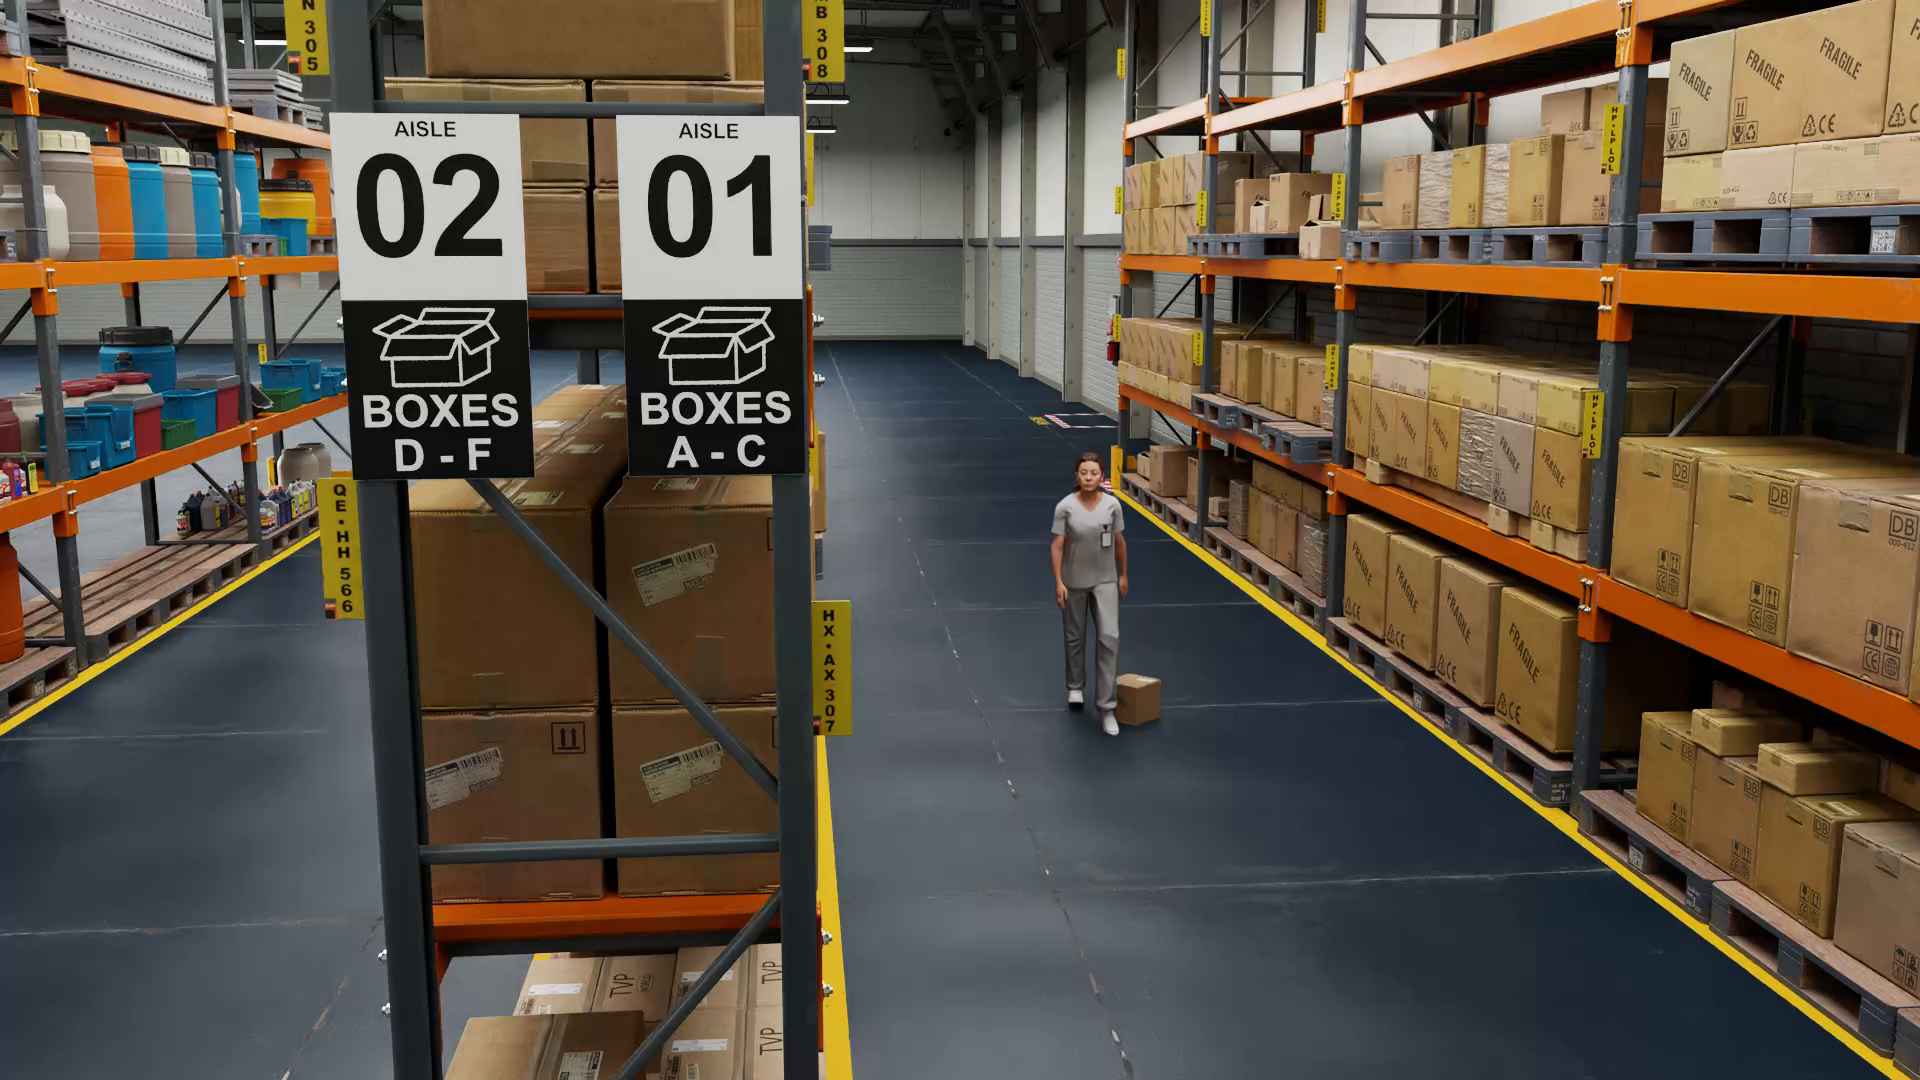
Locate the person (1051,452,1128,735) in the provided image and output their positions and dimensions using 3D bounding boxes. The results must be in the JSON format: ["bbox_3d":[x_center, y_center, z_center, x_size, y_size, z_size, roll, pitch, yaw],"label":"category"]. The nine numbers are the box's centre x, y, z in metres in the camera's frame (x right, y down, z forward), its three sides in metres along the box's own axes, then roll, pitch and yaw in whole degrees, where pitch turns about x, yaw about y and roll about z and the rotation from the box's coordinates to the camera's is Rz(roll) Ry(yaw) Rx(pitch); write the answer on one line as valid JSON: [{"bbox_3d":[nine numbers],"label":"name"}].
[{"bbox_3d":[0.806,0.303,10.297,0.497,1.702,0.804,0,10,1],"label":"person"}]
